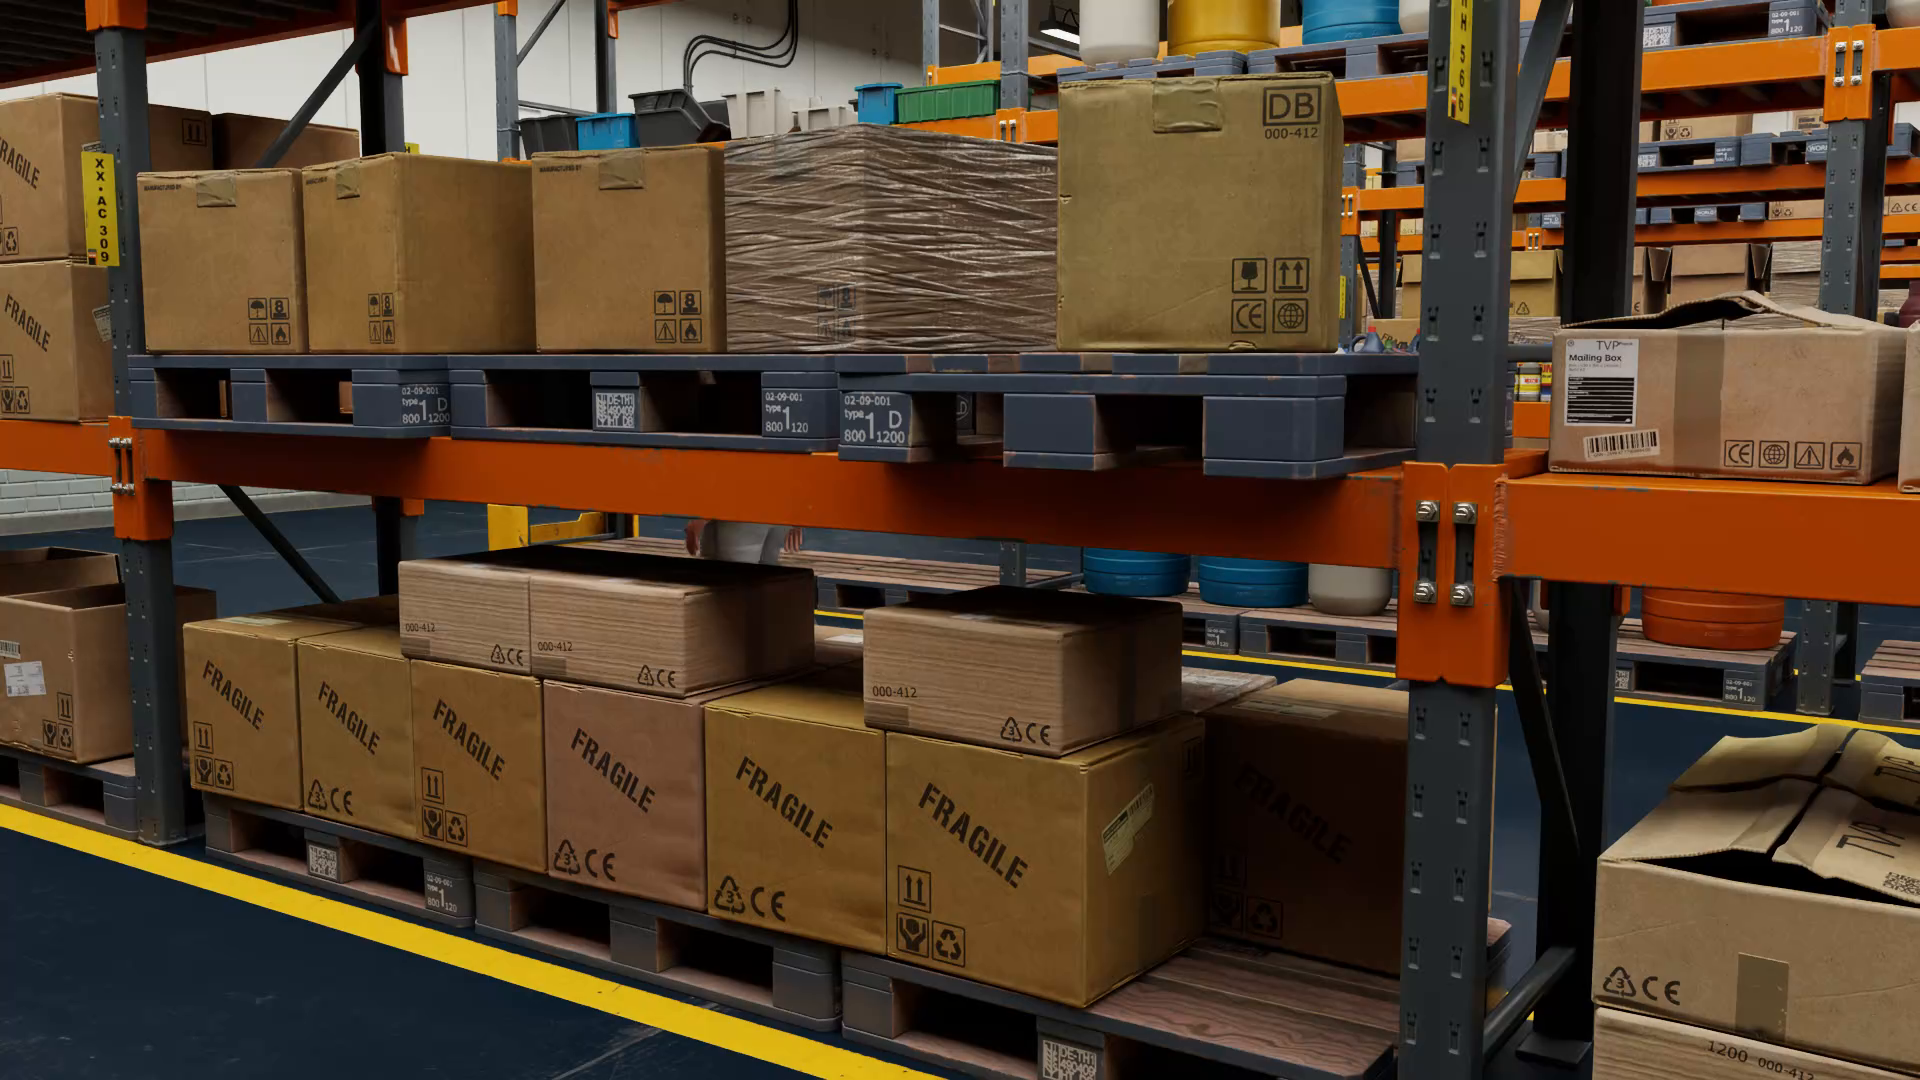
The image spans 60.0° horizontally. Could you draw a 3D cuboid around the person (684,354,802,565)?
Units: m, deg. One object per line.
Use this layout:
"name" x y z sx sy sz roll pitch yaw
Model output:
"person" -0.927 -0.120 6.759 0.771 1.717 0.581 3 7 29
